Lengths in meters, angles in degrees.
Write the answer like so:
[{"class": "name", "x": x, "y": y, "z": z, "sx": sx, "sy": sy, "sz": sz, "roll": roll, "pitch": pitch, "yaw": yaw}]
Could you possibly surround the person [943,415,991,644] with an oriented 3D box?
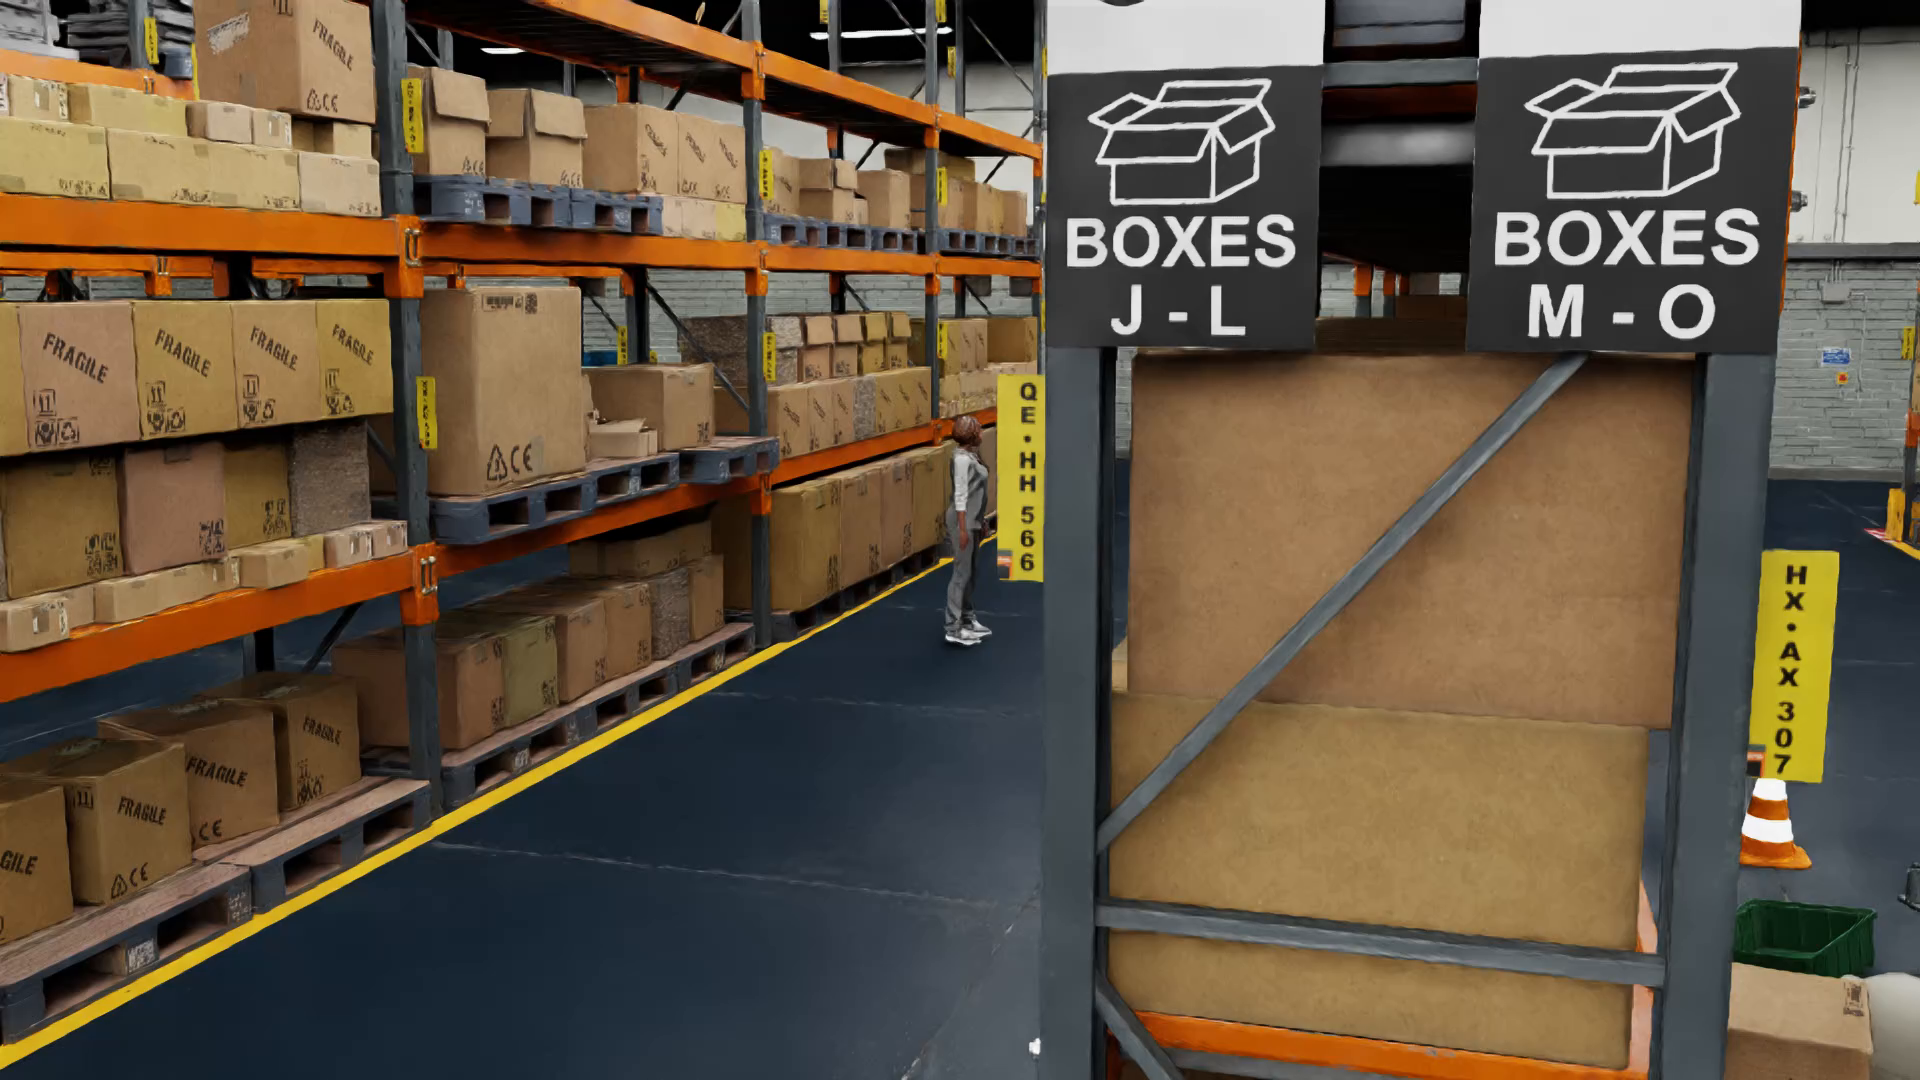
[{"class": "person", "x": 0.050, "y": -0.086, "z": 11.785, "sx": 0.339, "sy": 1.605, "sz": 0.467, "roll": 1, "pitch": 9, "yaw": 7}]
